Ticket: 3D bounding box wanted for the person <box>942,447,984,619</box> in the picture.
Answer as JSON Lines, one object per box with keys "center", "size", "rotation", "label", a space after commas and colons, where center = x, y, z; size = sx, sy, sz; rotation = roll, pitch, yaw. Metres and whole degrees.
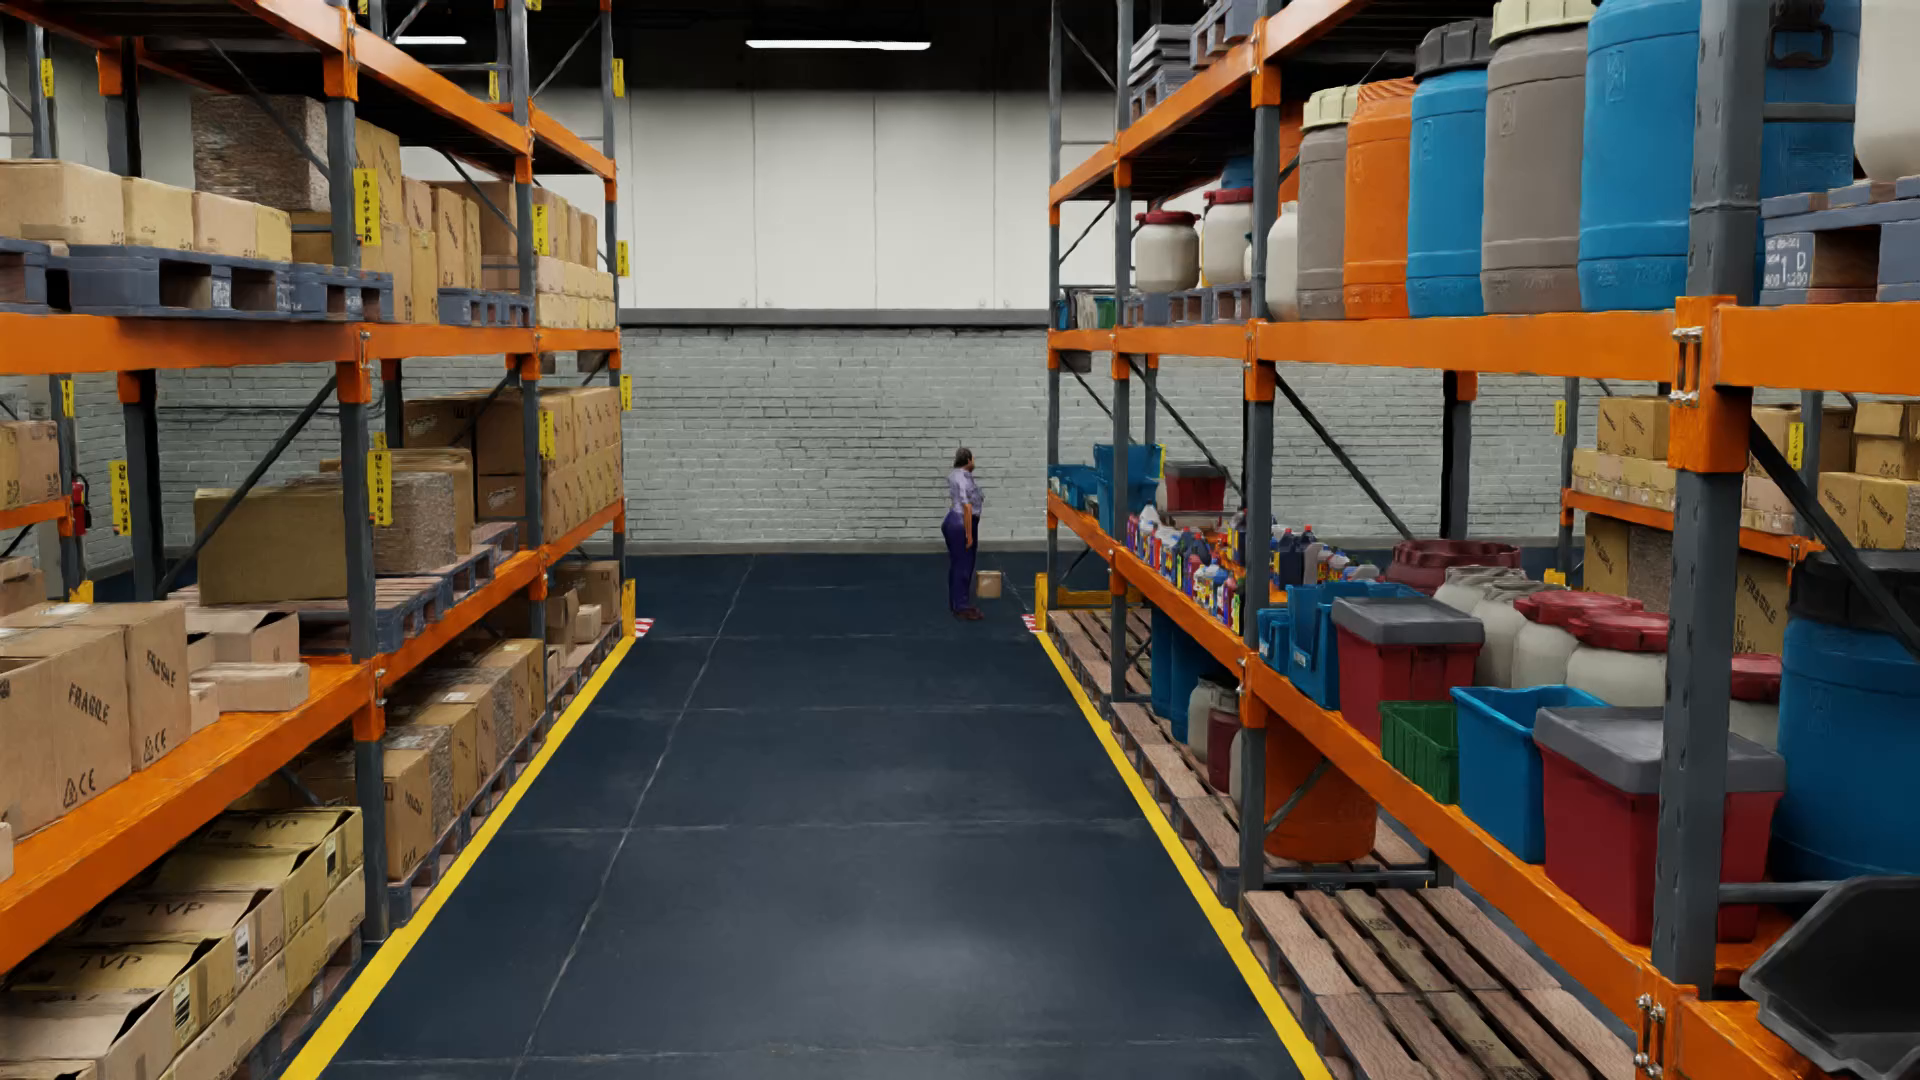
{"center": [0.032, -0.081, 16.304], "size": [0.372, 1.658, 0.530], "rotation": [-2, 7, -17], "label": "person"}
